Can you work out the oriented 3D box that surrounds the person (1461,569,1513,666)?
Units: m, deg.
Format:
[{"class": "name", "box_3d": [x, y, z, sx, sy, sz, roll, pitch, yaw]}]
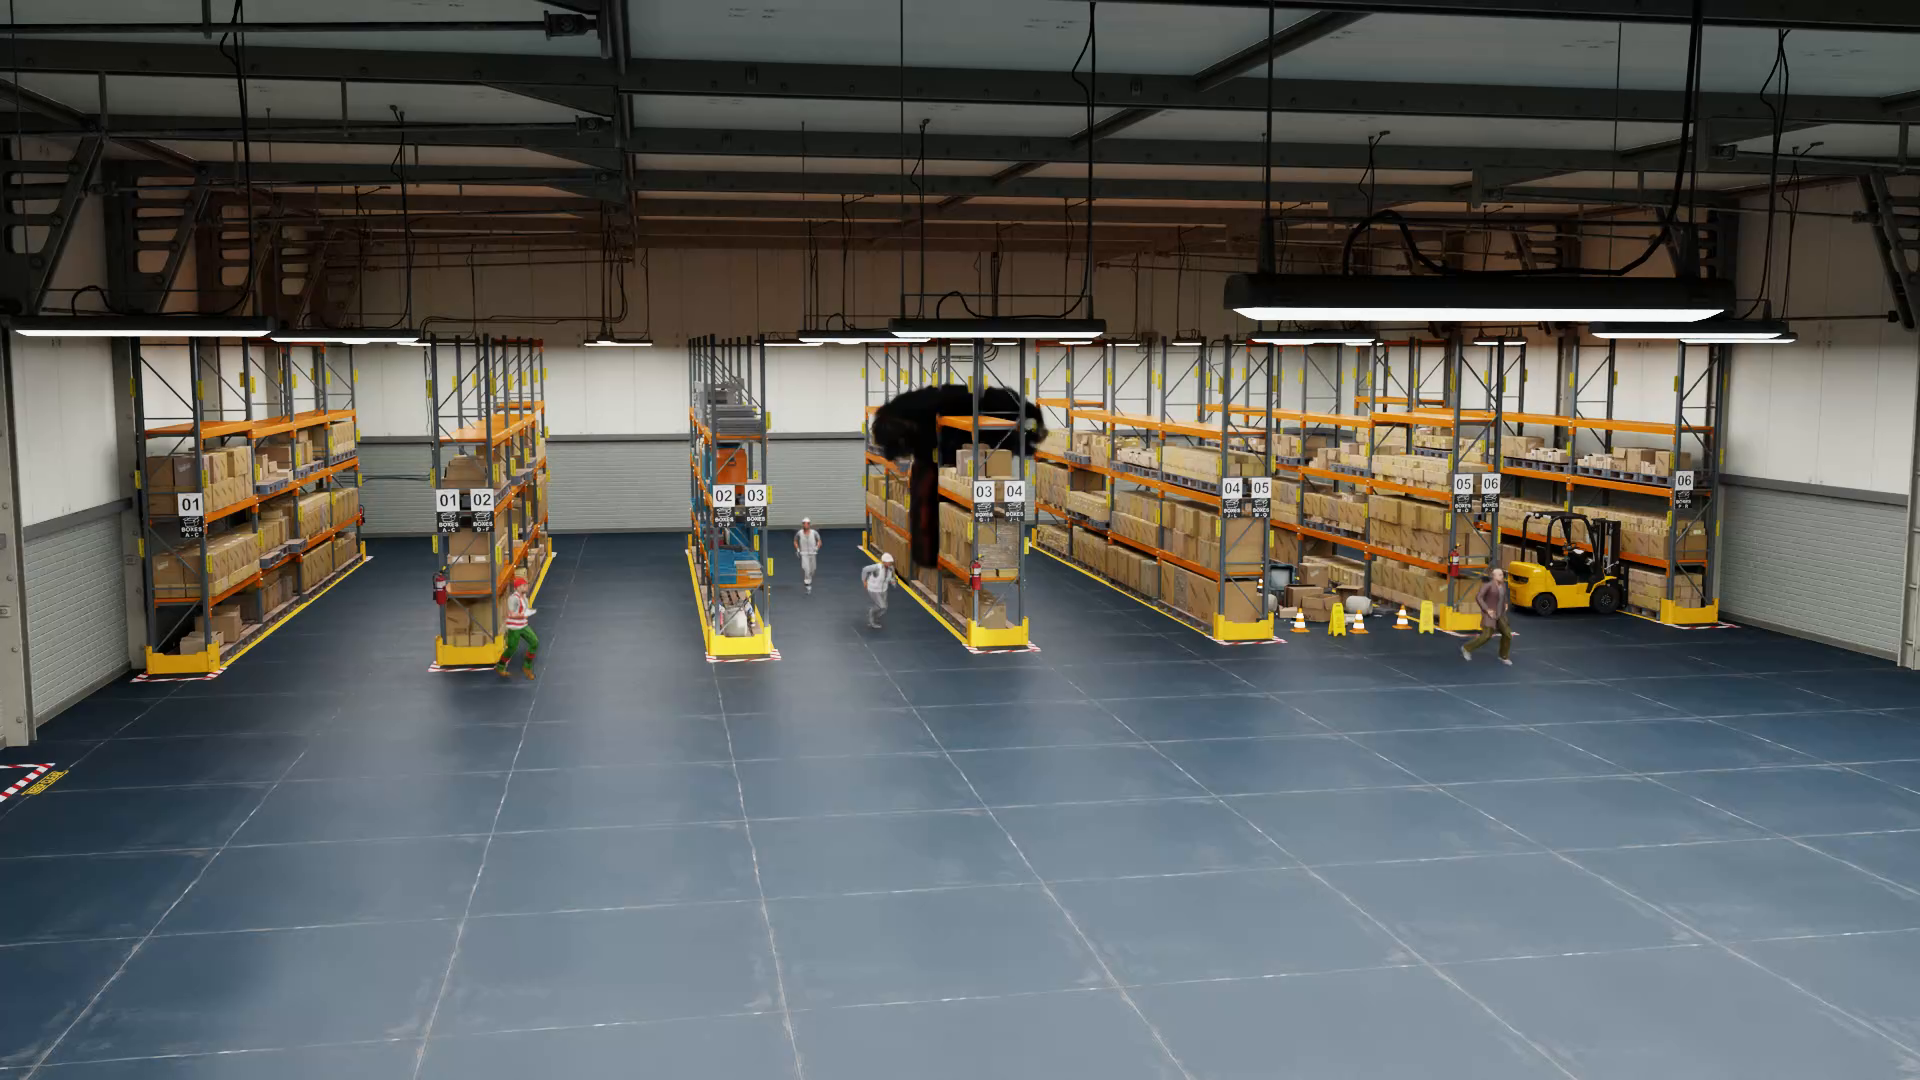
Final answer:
[{"class": "person", "box_3d": [9.698, 1.407, 30.369, 0.922, 1.782, 0.790, -5, 8, -34]}]

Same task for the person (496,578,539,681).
[{"class": "person", "box_3d": [-7.686, 1.542, 28.845, 0.853, 1.804, 0.692, 2, 7, 14]}]

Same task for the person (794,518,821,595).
[{"class": "person", "box_3d": [-3.582, 0.369, 39.170, 0.648, 1.777, 0.796, -1, 7, -11]}]

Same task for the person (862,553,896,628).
[{"class": "person", "box_3d": [-1.658, 1.041, 33.980, 0.684, 1.598, 0.865, -5, 8, -38]}]
